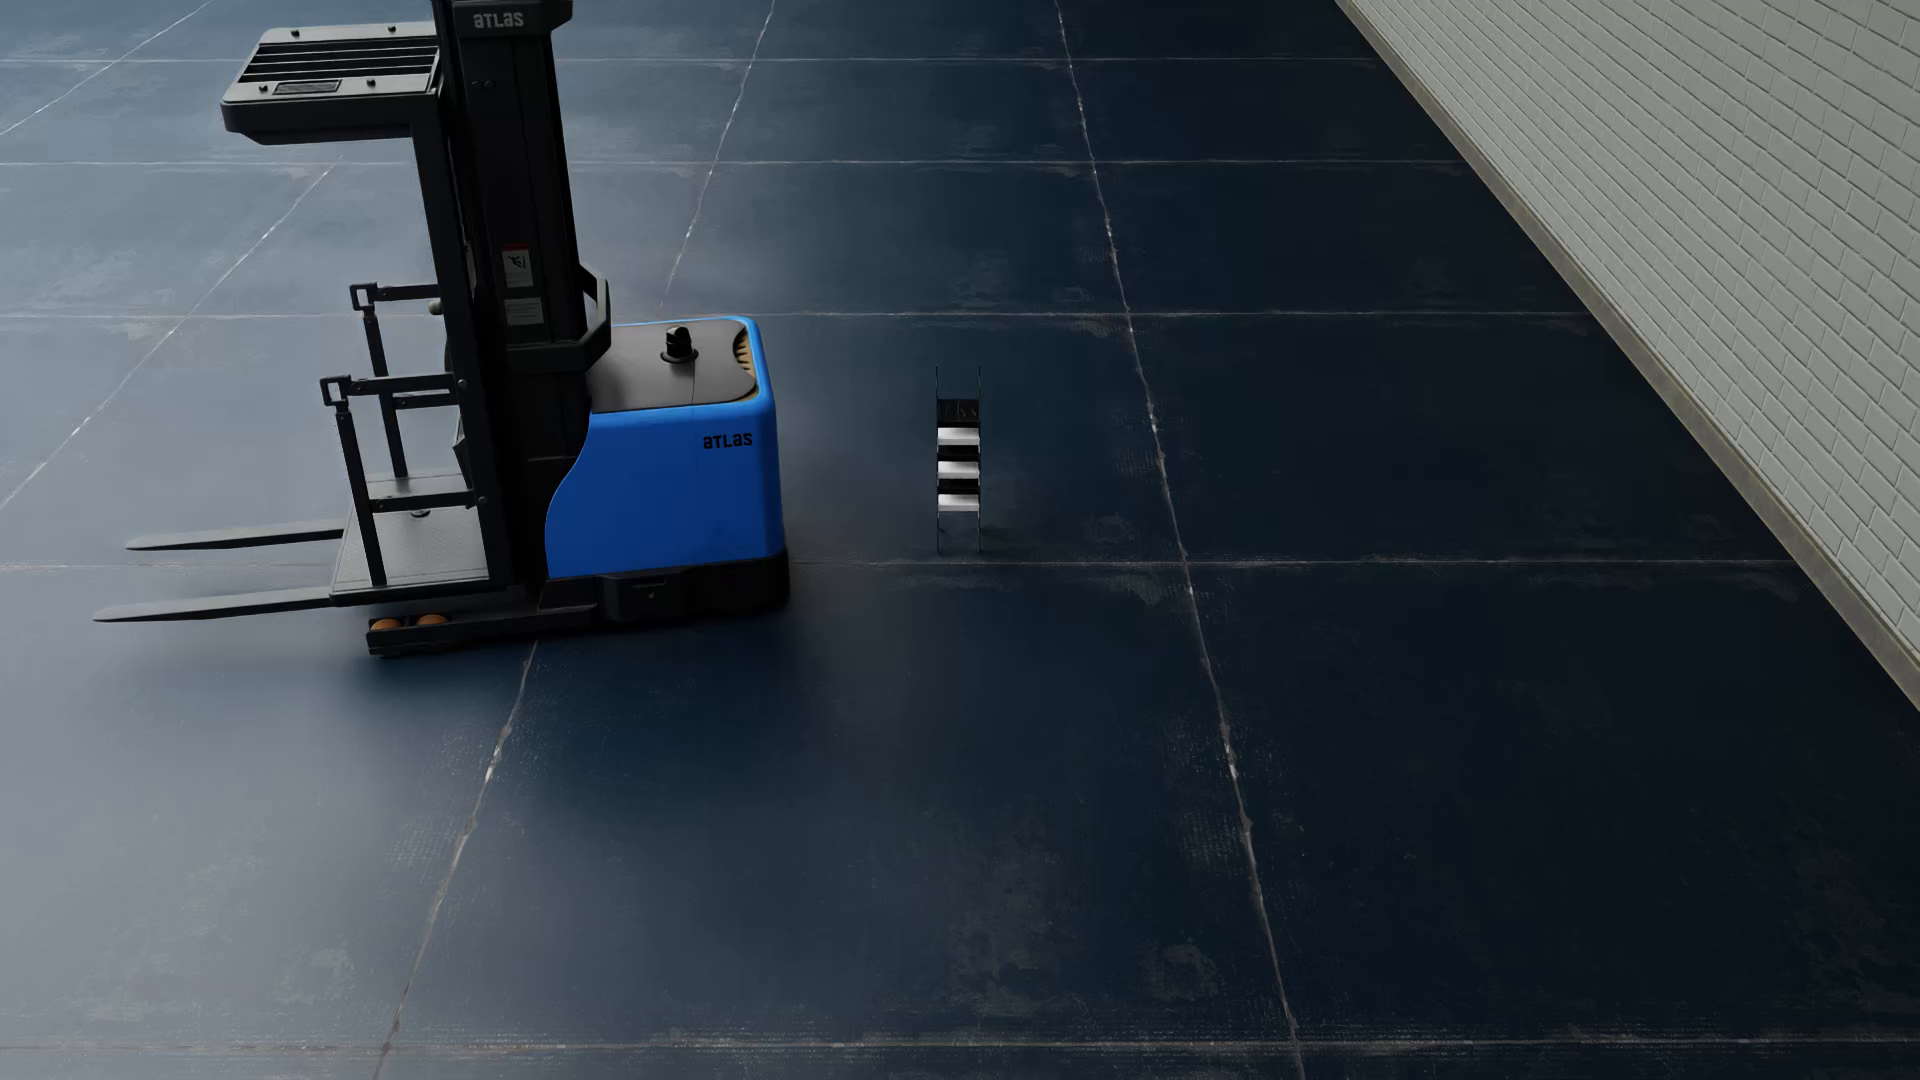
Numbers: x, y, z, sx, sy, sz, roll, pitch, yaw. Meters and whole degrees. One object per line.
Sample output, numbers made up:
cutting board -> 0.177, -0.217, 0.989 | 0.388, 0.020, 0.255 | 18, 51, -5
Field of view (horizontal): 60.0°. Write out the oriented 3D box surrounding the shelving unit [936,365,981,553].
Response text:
shelving unit -> -0.008, -0.385, 8.017 | 0.210, 0.900, 0.258 | 0, 31, 0

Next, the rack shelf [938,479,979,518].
rack shelf -> -0.008, -0.202, 8.127 | 0.200, 0.077, 0.258 | 0, 31, 0

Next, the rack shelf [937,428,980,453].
rack shelf -> -0.008, -0.510, 7.940 | 0.200, 0.077, 0.258 | 0, 31, 0

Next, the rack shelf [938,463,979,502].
rack shelf -> -0.008, -0.279, 8.081 | 0.200, 0.077, 0.258 | 0, 31, 0

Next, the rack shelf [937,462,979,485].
rack shelf -> -0.008, -0.356, 8.034 | 0.200, 0.077, 0.258 | 0, 31, 0

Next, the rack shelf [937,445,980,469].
rack shelf -> -0.008, -0.433, 7.987 | 0.200, 0.077, 0.258 | 0, 31, 0

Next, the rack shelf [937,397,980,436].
rack shelf -> -0.008, -0.587, 7.894 | 0.200, 0.077, 0.258 | 0, 31, 0

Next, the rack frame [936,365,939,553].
rack frame -> -0.110, -0.384, 8.016 | 0.006, 0.900, 0.240 | 0, 31, 0

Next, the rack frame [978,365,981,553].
rack frame -> 0.094, -0.385, 8.017 | 0.006, 0.900, 0.240 | 0, 31, 0

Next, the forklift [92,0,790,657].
forklift -> -2.359, -1.032, 7.125 | 3.031, 2.935, 1.130 | -6, 32, -9
